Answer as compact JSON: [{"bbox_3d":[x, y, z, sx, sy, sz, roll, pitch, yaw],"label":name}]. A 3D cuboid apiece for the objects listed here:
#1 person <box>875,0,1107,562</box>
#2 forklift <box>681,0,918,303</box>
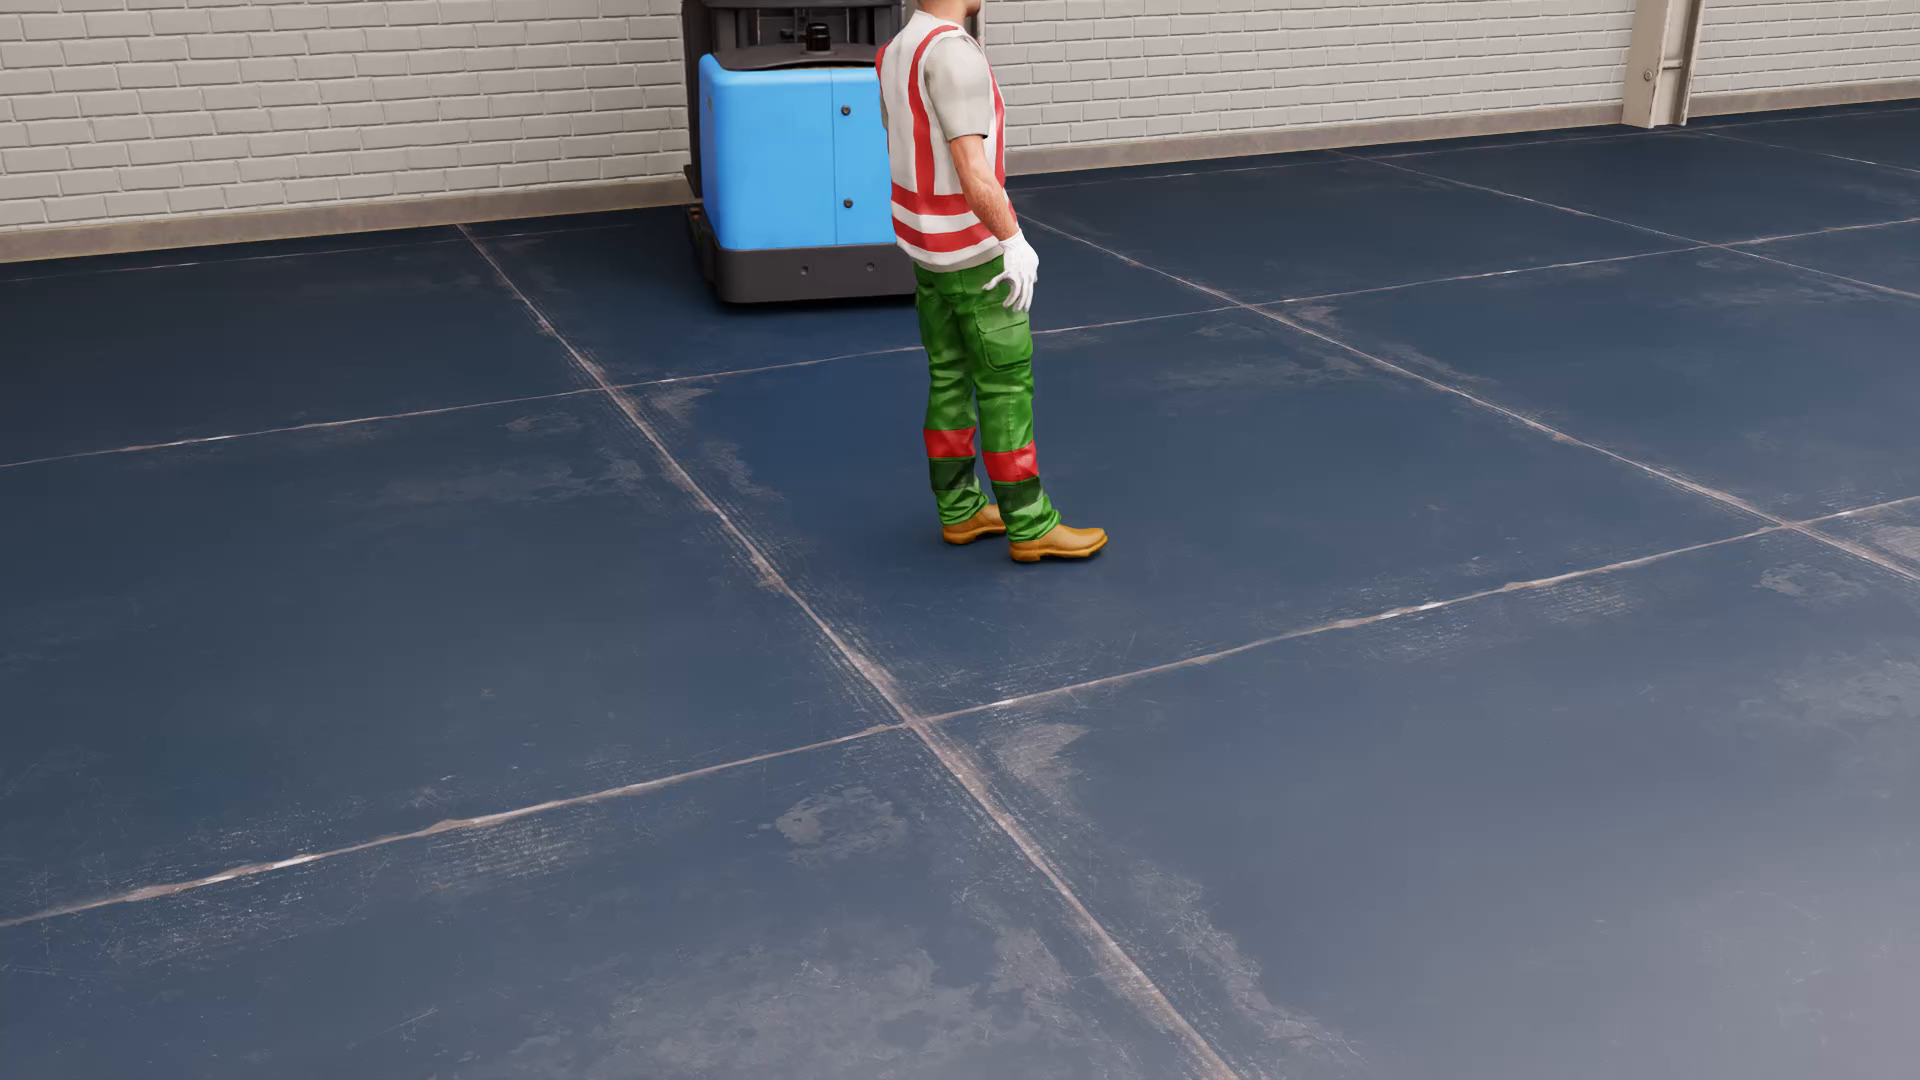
[{"bbox_3d":[0.078,-0.842,4.782,0.562,1.790,0.637,-10,25,-23],"label":"person"},{"bbox_3d":[-0.886,-2.954,8.398,1.130,2.935,3.031,-5,23,-12],"label":"forklift"}]
